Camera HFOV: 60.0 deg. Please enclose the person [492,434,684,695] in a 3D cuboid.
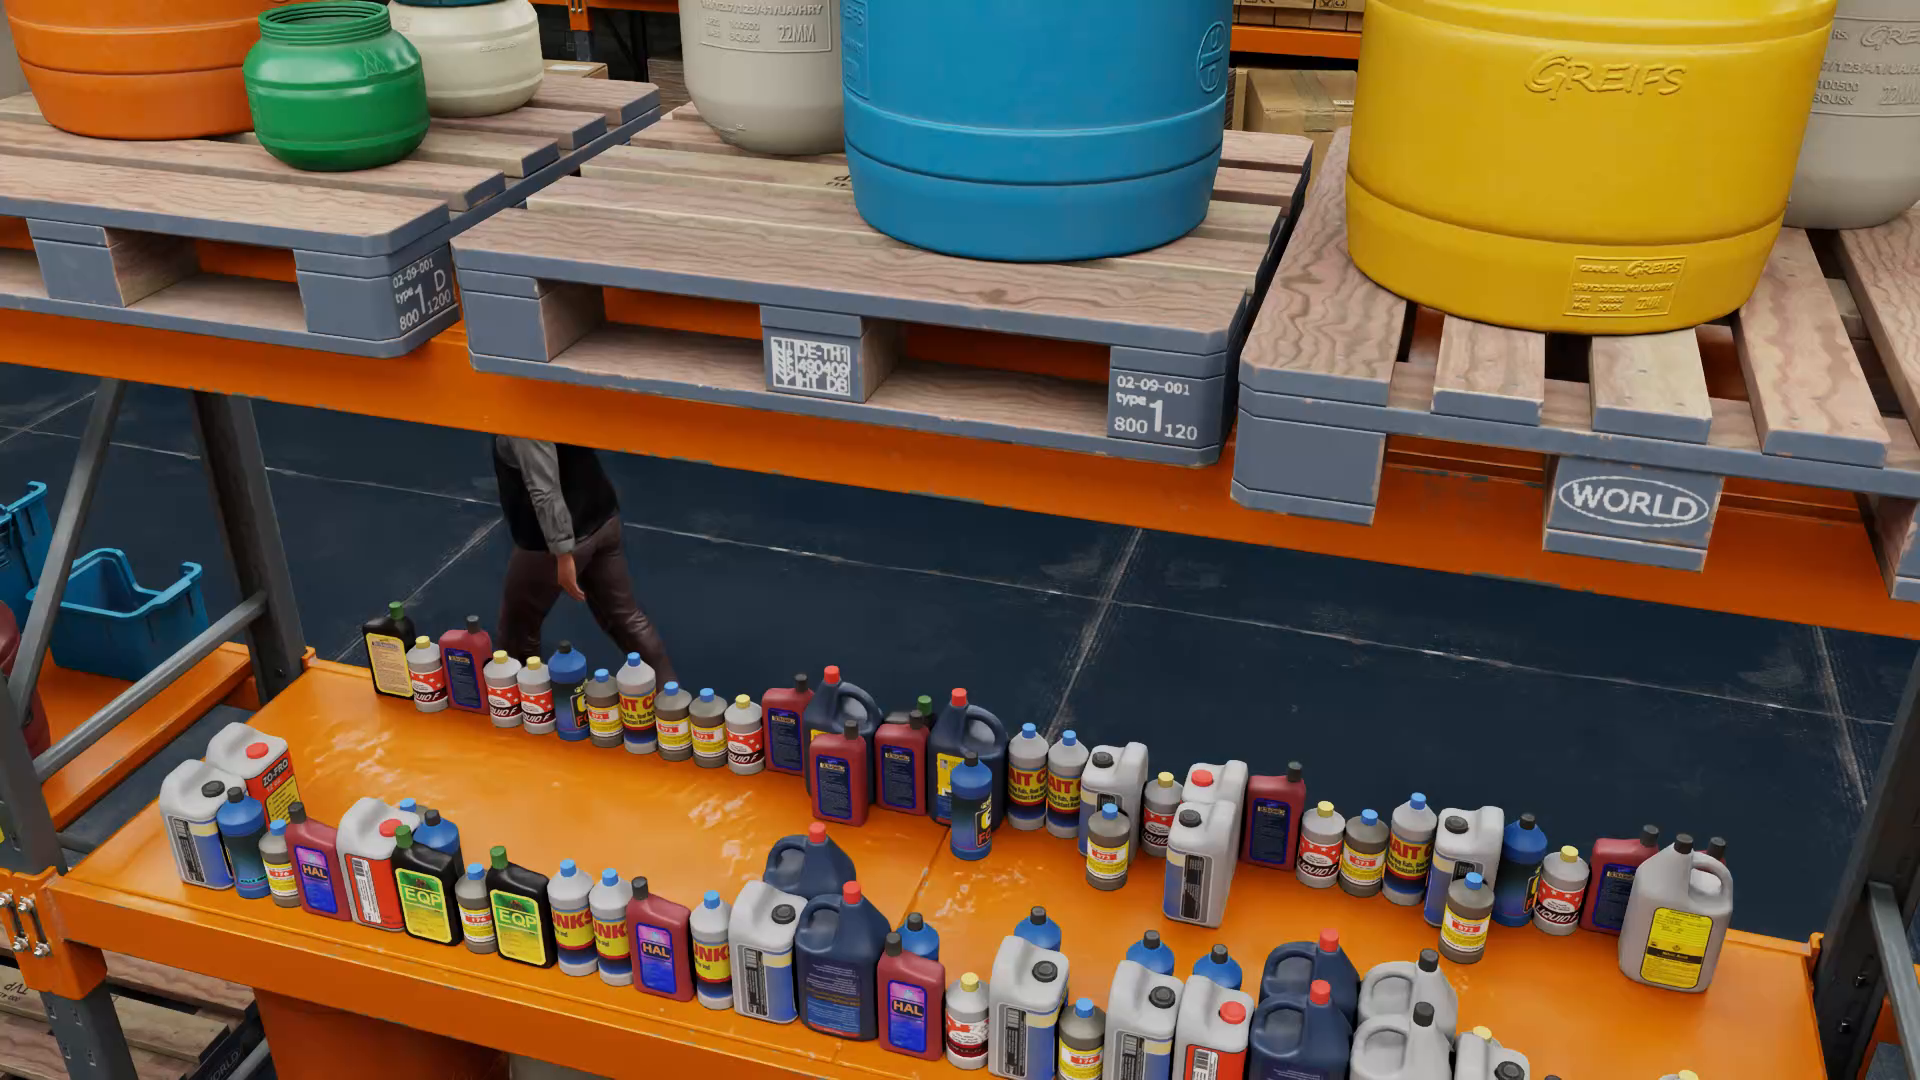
[{"bbox_3d":[-1.518,-0.054,6.224,0.971,1.665,0.567,11,31,18],"label":"person"}]
